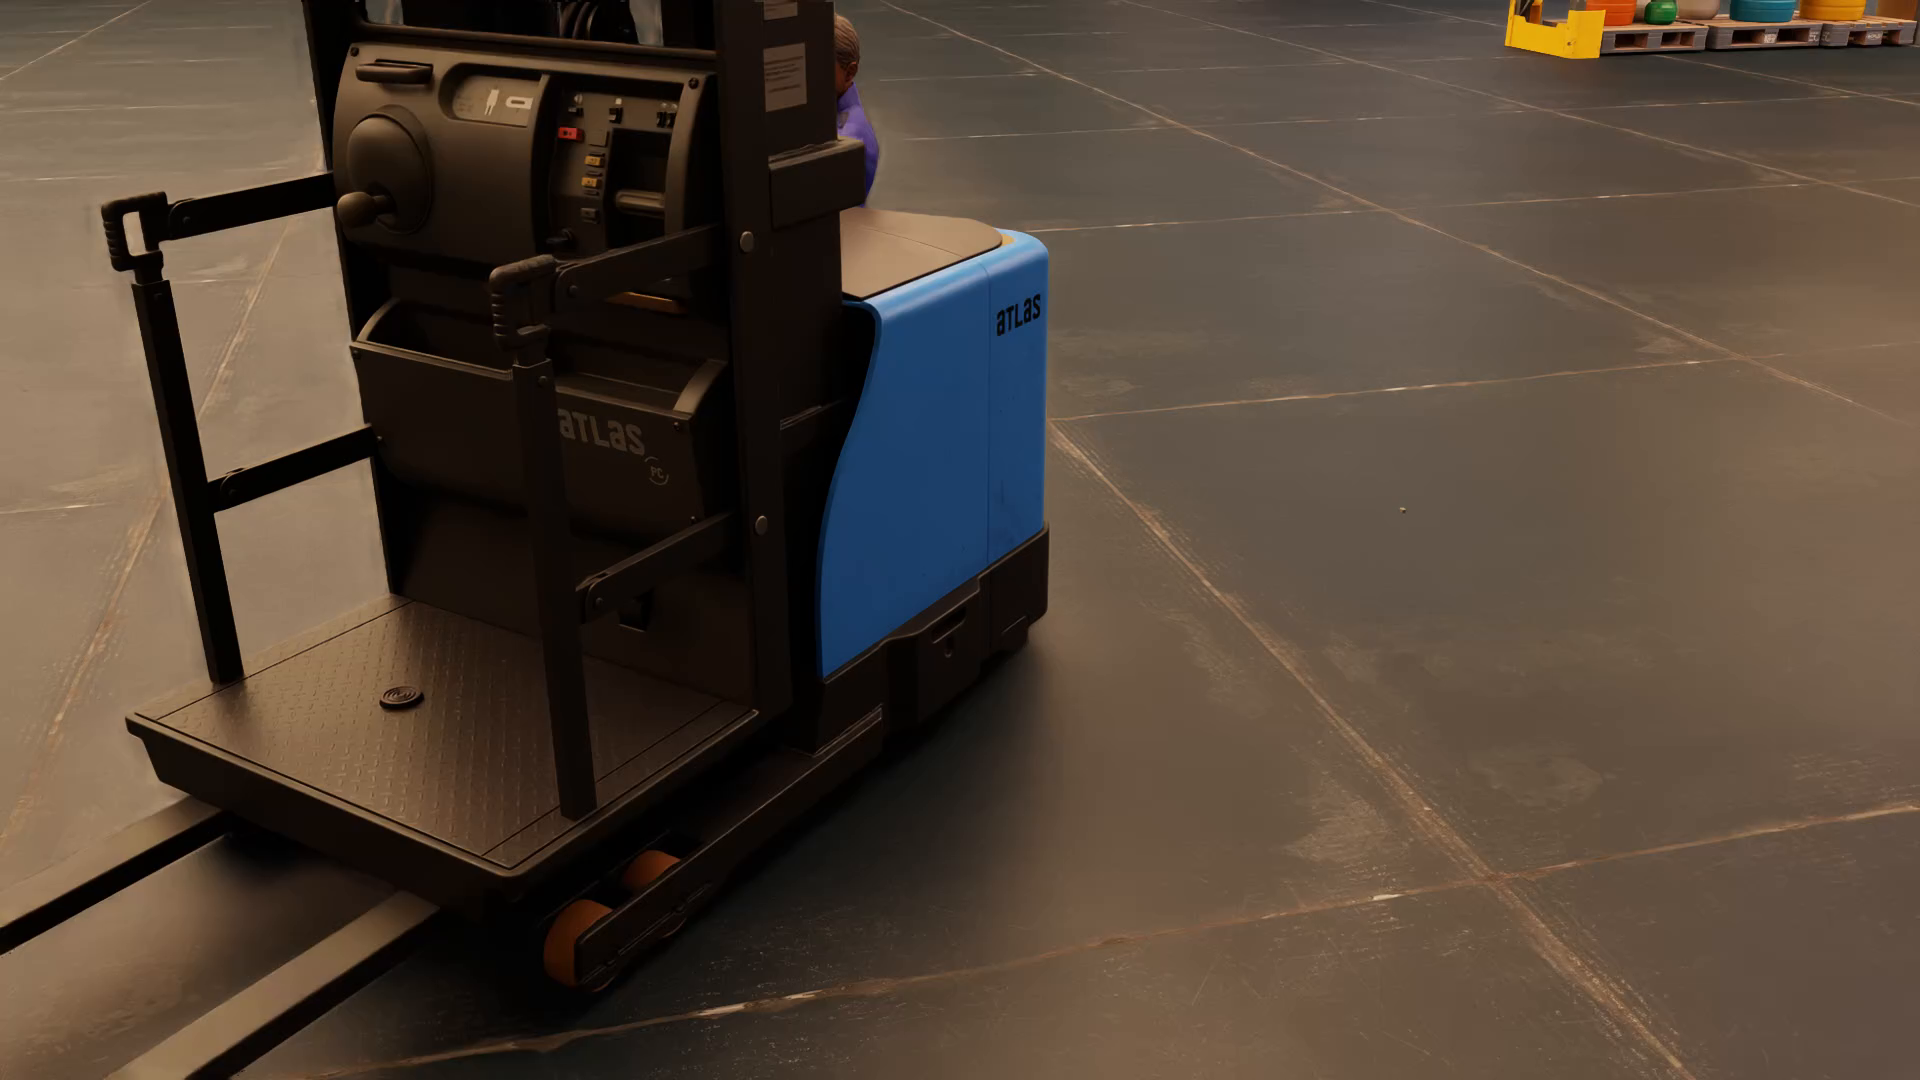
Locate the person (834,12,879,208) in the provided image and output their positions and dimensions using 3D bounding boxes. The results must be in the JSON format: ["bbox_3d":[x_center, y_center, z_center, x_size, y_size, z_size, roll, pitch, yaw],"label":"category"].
[{"bbox_3d":[-0.421,-0.665,4.629,0.814,1.577,0.615,-5,24,-12],"label":"person"}]

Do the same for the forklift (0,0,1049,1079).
[{"bbox_3d":[-0.967,-0.718,2.998,1.130,2.935,3.031,14,27,29],"label":"forklift"}]
